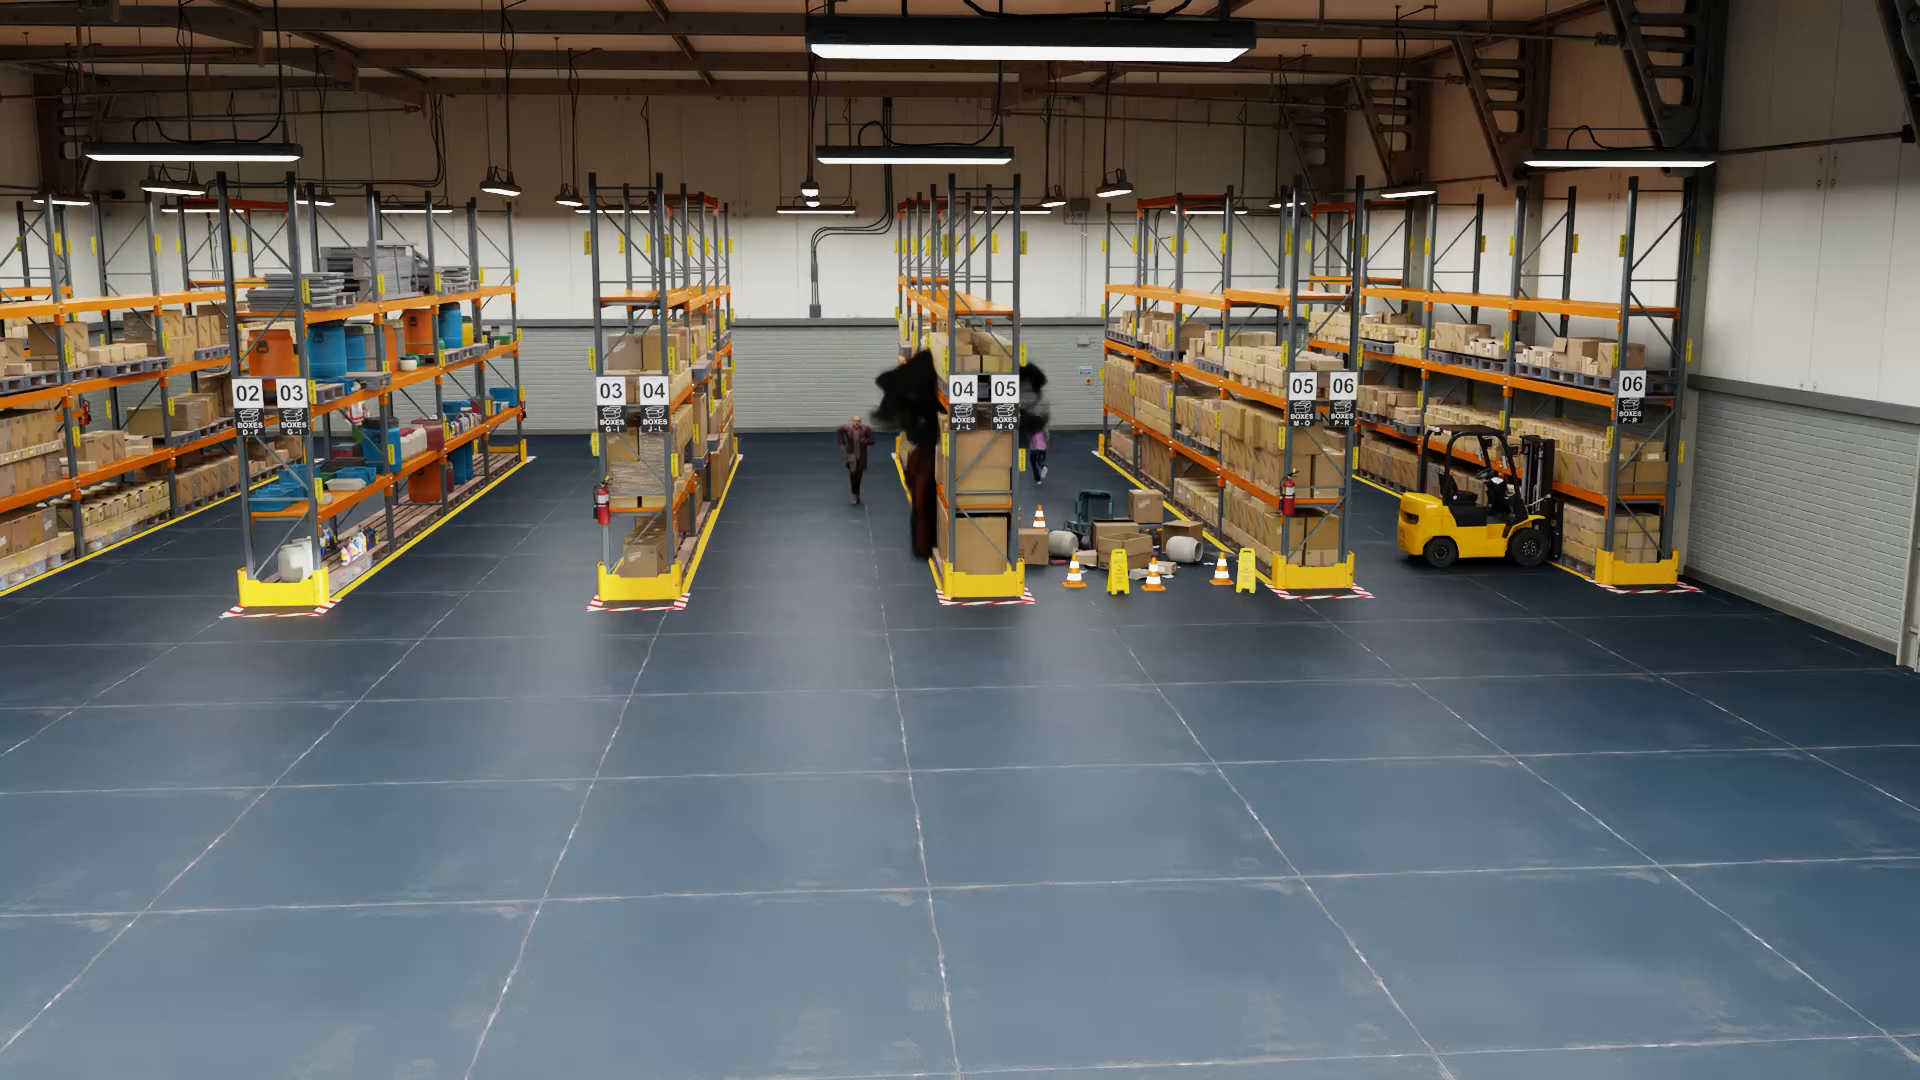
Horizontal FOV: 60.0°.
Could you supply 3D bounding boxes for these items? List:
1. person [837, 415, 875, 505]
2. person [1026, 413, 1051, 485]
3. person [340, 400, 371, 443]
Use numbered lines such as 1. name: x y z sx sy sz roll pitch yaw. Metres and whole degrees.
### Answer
1. person: -2.048 -1.599 32.774 0.694 1.775 1.016 -2 10 -12
2. person: 1.661 -1.879 34.990 0.551 1.576 0.769 -3 10 -14
3. person: -14.128 -2.702 39.003 0.673 1.725 0.612 -7 12 -36
